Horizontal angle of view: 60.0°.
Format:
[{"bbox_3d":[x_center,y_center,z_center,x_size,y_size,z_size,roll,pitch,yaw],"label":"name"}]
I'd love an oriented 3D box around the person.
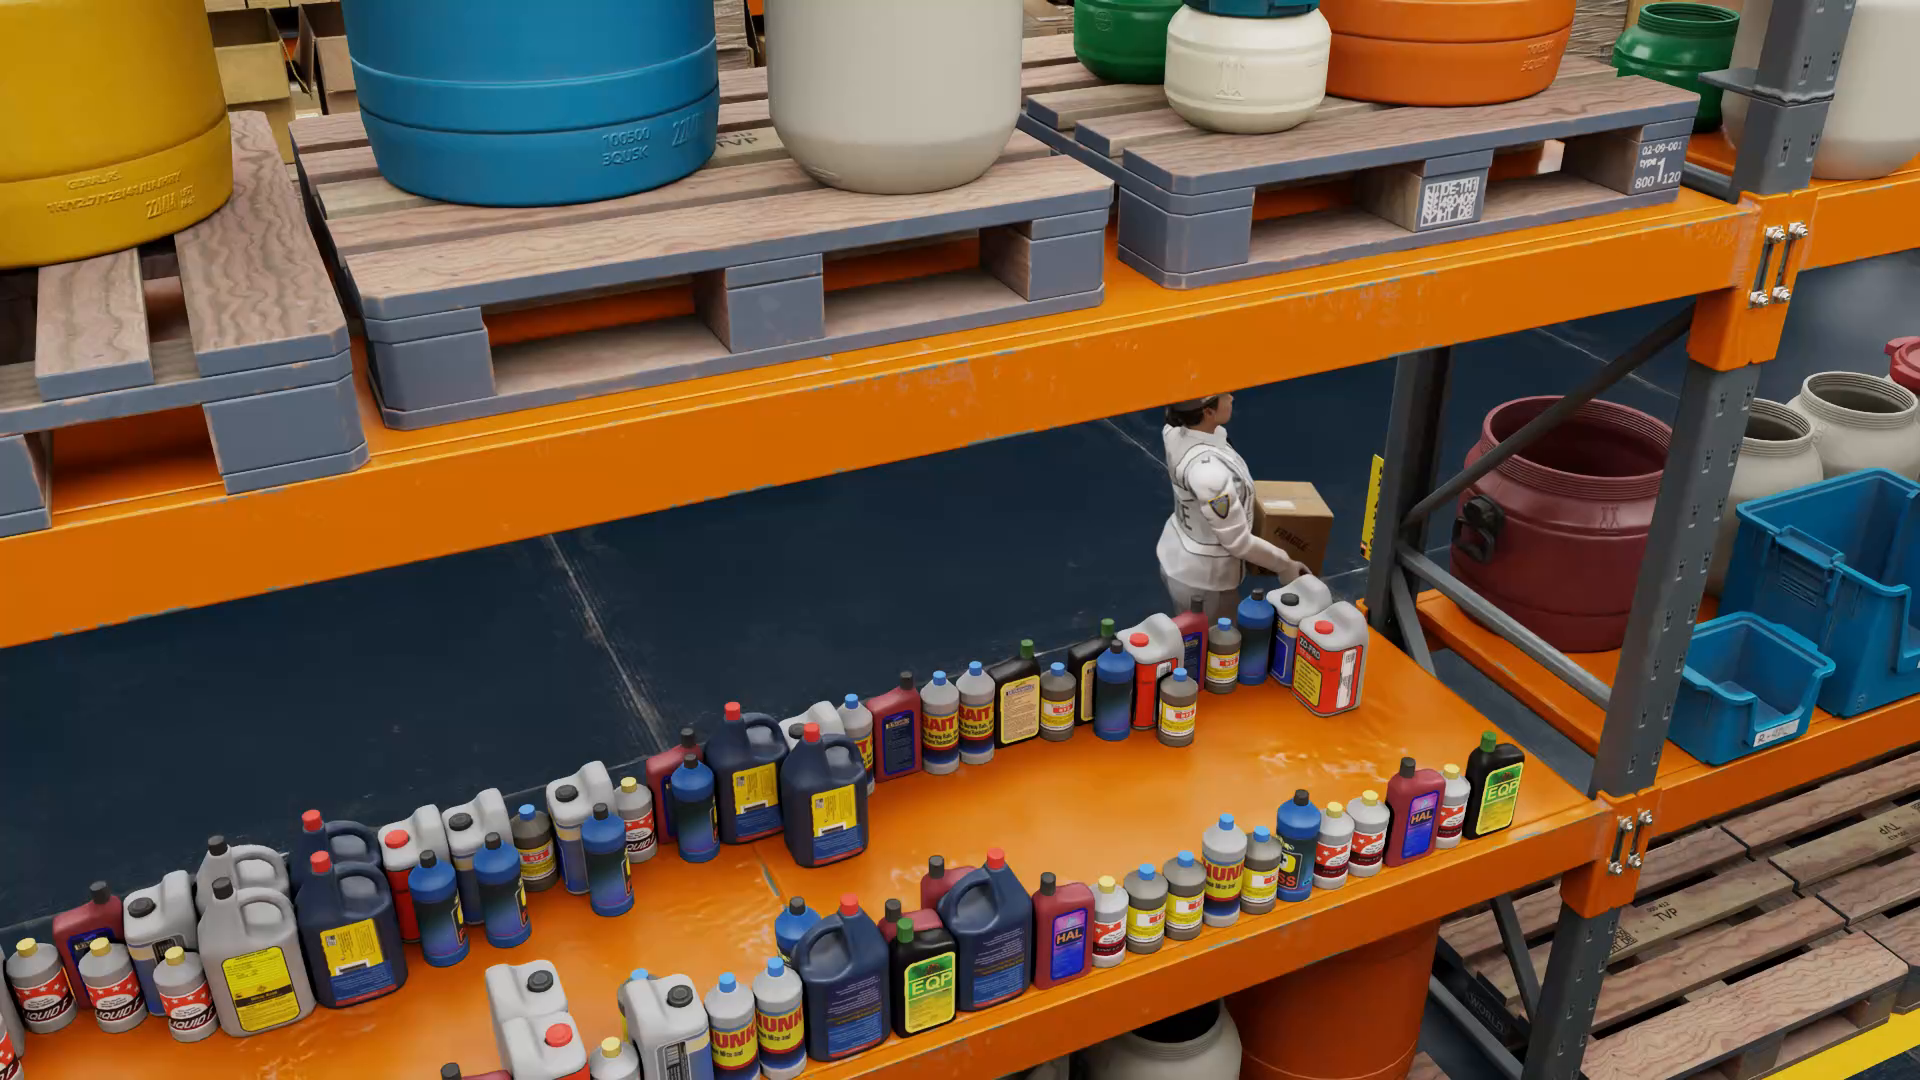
[{"bbox_3d":[0.927,0.116,5.896,0.556,1.686,0.461,-4,30,-7],"label":"person"}]
